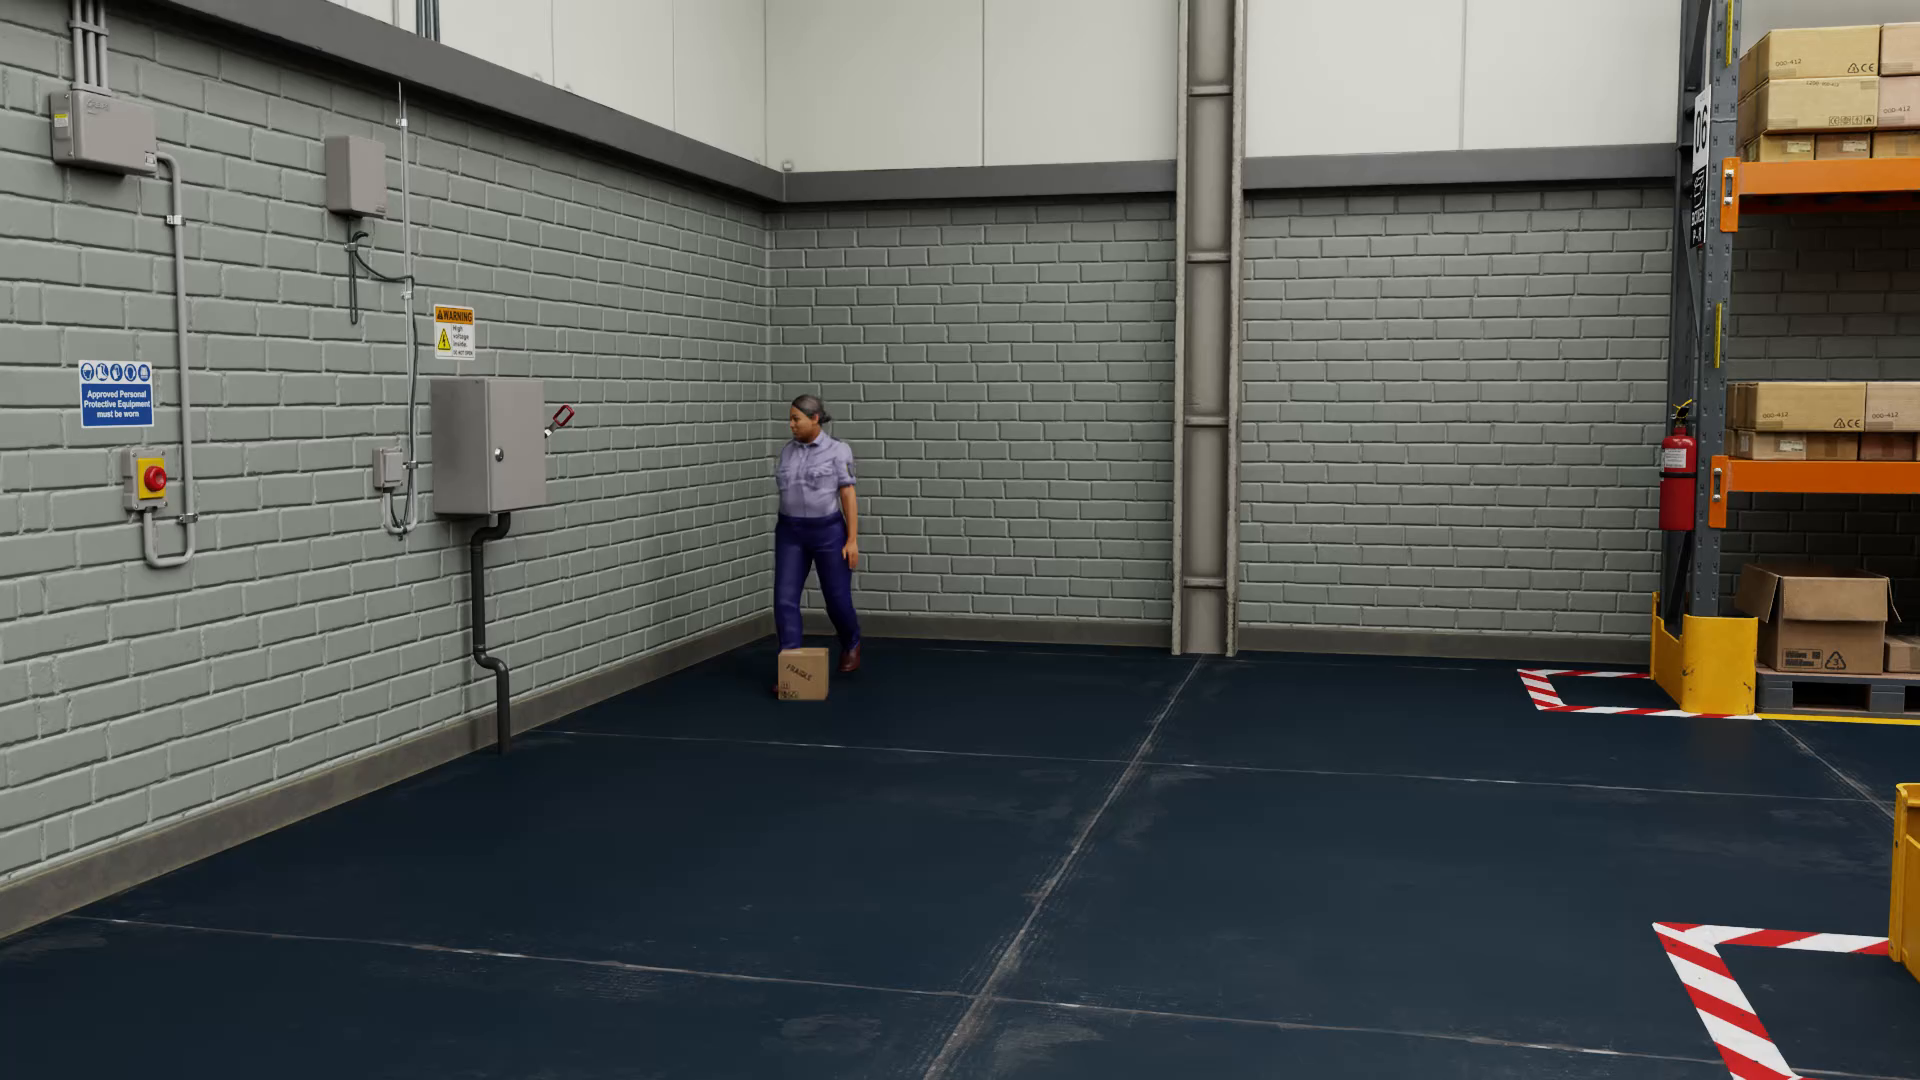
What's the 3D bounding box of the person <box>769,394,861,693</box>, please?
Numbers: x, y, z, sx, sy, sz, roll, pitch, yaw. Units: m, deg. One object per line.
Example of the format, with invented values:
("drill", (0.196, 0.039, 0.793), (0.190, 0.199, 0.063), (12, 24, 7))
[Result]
("person", (-0.791, 0.011, 9.248), (0.507, 1.606, 0.815), (1, 5, 16))
